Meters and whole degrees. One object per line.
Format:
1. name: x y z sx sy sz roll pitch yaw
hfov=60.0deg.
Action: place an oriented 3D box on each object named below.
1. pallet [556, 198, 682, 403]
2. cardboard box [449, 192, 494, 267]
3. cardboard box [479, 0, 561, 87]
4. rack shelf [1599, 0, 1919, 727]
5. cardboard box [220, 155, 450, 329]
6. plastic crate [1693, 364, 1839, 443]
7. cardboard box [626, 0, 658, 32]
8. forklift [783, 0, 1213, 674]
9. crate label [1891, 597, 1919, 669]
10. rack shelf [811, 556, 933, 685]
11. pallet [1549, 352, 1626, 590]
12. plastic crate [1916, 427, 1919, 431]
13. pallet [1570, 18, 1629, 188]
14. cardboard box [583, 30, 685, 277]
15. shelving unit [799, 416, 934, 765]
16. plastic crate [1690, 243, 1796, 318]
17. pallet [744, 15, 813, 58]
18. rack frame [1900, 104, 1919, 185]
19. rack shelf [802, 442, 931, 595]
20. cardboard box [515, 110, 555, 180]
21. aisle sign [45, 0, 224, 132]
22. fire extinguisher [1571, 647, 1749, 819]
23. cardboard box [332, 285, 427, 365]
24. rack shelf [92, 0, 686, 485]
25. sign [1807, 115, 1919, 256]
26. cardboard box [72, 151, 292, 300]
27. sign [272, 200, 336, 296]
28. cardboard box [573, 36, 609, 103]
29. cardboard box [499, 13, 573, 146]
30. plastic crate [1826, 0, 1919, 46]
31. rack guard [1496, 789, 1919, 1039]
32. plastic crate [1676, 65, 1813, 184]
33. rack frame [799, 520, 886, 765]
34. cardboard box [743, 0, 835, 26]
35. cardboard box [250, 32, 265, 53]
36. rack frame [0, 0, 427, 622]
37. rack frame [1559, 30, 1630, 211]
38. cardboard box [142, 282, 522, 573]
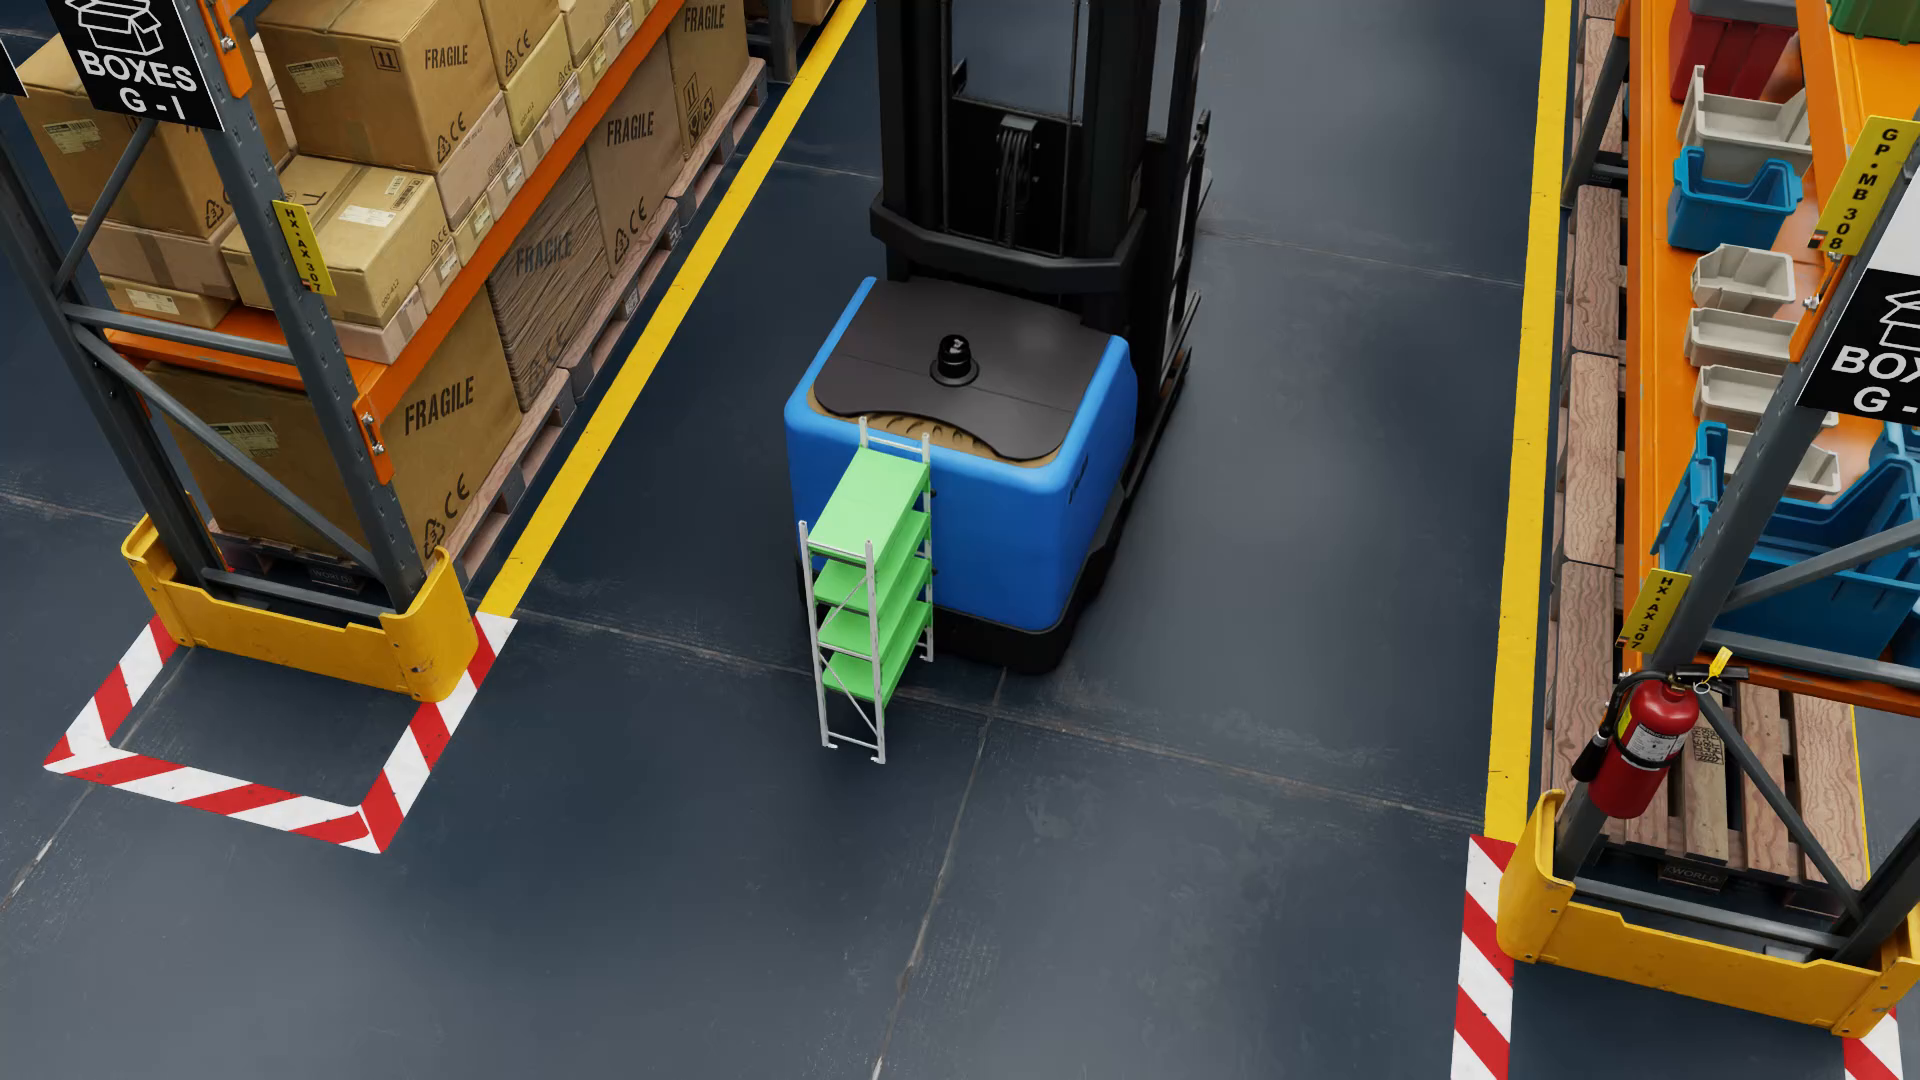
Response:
1. pallet: -1.957 -1.187 7.575 1.003 0.211 1.213 12 50 10
2. cardboard box: -1.870 -1.116 5.820 0.380 0.149 0.250 11 49 9
3. cardboard box: -1.766 -1.964 5.803 0.500 0.500 0.500 10 49 9
4. rack shelf: 2.890 -0.867 5.913 1.077 0.370 4.000 12 50 10
5. cardboard box: -2.028 -0.979 5.434 0.500 0.250 0.500 10 49 9
6. plastic crate: 2.493 -0.424 5.178 0.396 0.136 0.243 12 50 10
7. cardboard box: -1.464 -2.231 6.805 0.380 0.149 0.250 11 49 9
8. forklift: 0.365 -1.606 6.132 1.130 2.935 3.031 15 50 13
9. crate label: 2.746 0.263 4.507 0.416 0.233 0.303 12 50 10
10. rack shelf: -0.298 0.243 5.739 0.258 0.148 0.480 15 50 13
11. pallet: 2.941 -0.204 6.708 1.003 0.211 1.213 12 50 10
12. plastic crate: 3.089 -0.411 5.167 0.250 0.136 0.298 12 50 10
13. pallet: 3.659 -2.179 8.451 1.003 0.211 1.213 12 50 10
14. cardboard box: -1.850 -1.853 7.440 0.875 0.875 0.875 12 50 10
15. shelving unit: -0.298 0.201 5.691 0.258 1.200 0.503 15 50 13
16. plastic crate: 2.603 -0.848 5.552 0.298 0.136 0.250 12 50 10
17. pallet: -1.232 -3.180 9.334 1.003 0.211 1.213 12 50 10
18. rack frame: 2.363 -1.644 2.118 1.000 3.000 0.127 12 50 10
19. rack shelf: -0.298 -0.074 5.379 0.258 0.148 0.480 15 50 13
20. cardboard box: -1.735 -1.488 6.149 0.380 0.149 0.250 11 49 9
21. aisle sign: -2.145 -1.385 4.157 0.394 0.787 0.004 12 50 10
22. fire extinguisher: 1.885 0.510 4.519 0.296 0.674 0.183 12 50 10
23. cardboard box: -2.003 -0.745 5.493 0.380 0.149 0.250 12 50 10
24. rack shelf: -1.889 -1.845 6.776 1.077 0.370 4.000 12 50 10
25. sign: 1.828 -0.713 3.367 0.100 0.325 0.005 12 50 10
26. cardboard box: -2.544 -1.088 5.530 0.500 0.250 0.500 11 49 9
27. sign: -1.881 -0.835 4.775 0.100 0.325 0.005 12 50 10
28. cardboard box: -1.600 -1.857 6.475 0.380 0.149 0.250 10 49 9
29. cardboard box: -1.762 -1.719 6.087 0.500 0.250 0.500 10 49 9
30. plastic crate: 2.347 -1.351 4.001 0.450 0.188 0.336 12 50 10
31. rack guard: 2.369 1.188 5.286 1.175 0.500 0.348 12 50 10
32. plastic crate: 2.836 -1.464 6.000 0.437 0.282 0.530 12 50 10
33. rack frame: -0.381 0.373 5.540 0.240 1.200 0.015 15 50 13
34. cardboard box: -1.213 -3.432 8.834 1.225 0.875 0.875 12 50 10
35. cardboard box: -2.276 -1.823 6.178 0.500 0.250 0.500 10 49 9
36. rack frame: -2.415 -0.636 5.230 1.000 3.000 0.127 12 50 10
37. rack frame: 3.416 -2.552 6.920 1.000 3.000 0.127 12 50 10
38. cardboard box: -2.324 -0.551 6.291 0.875 0.875 0.875 12 50 10
